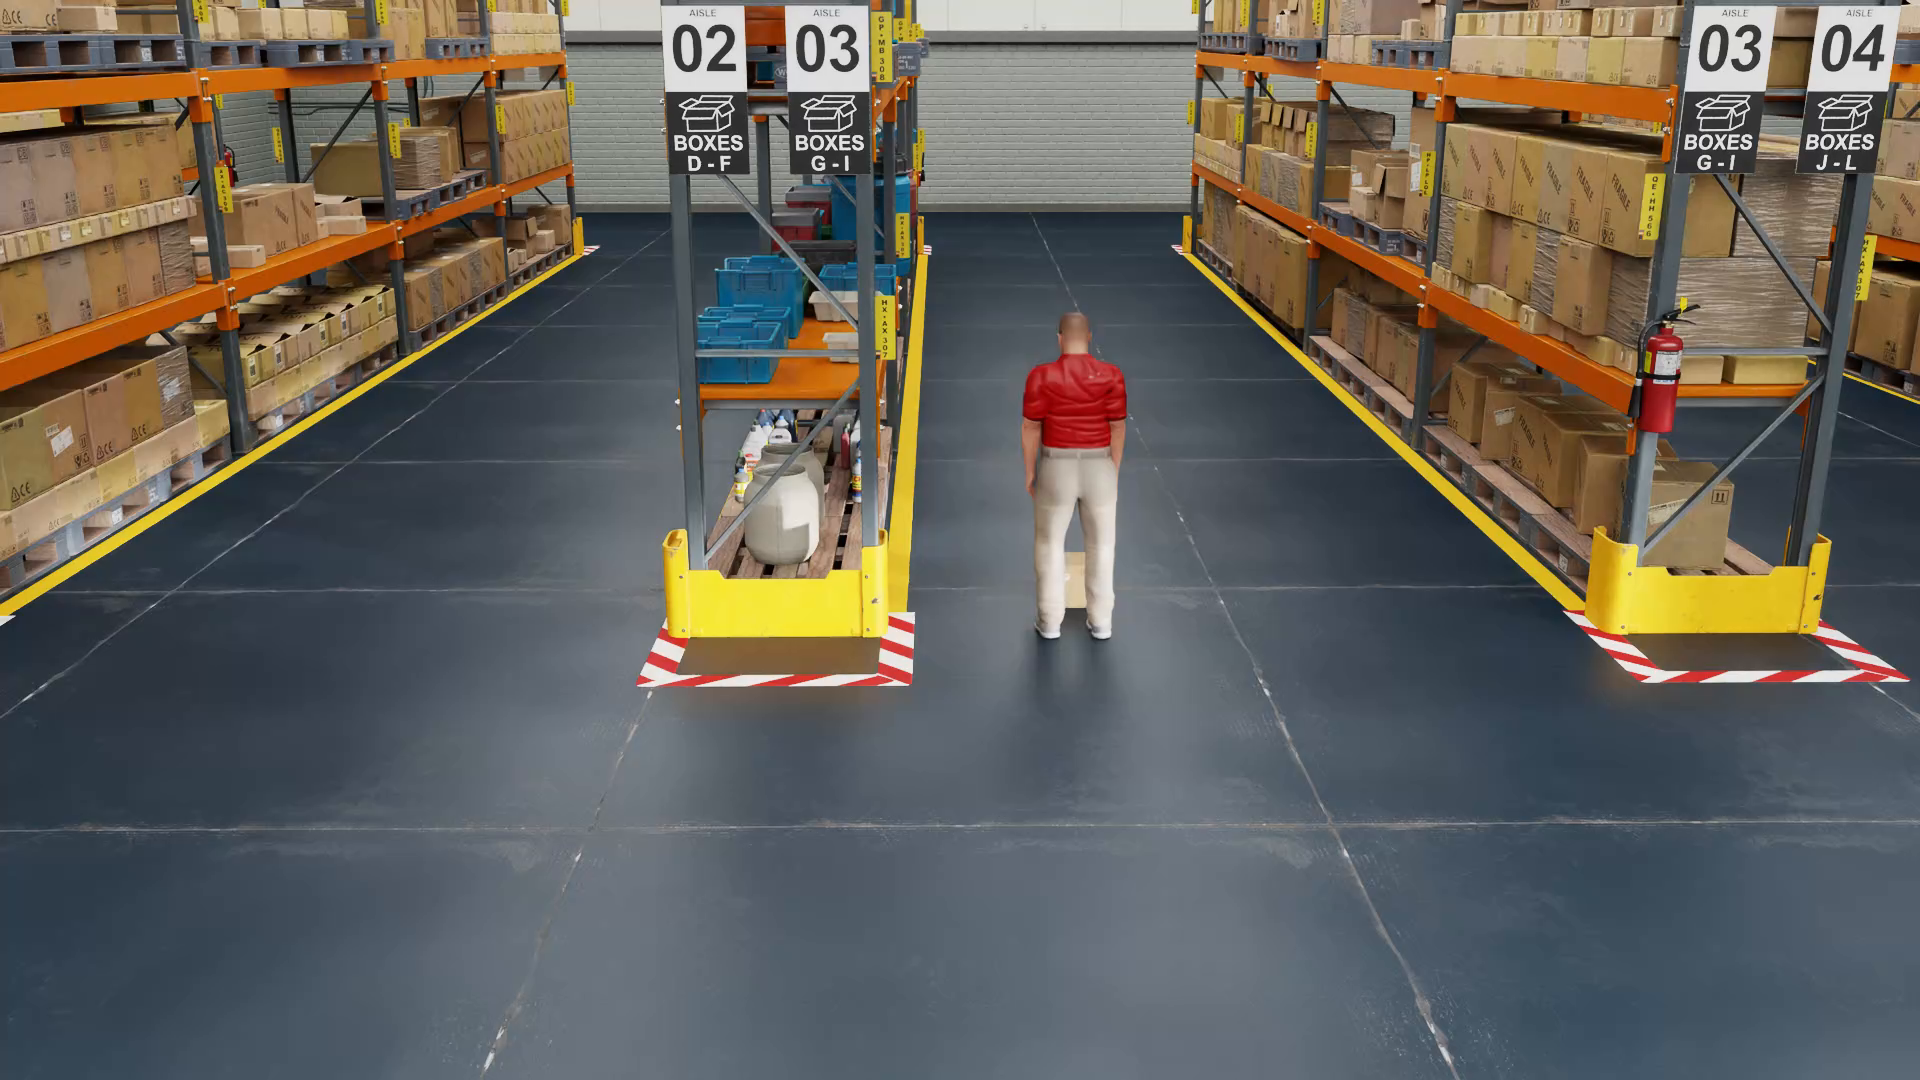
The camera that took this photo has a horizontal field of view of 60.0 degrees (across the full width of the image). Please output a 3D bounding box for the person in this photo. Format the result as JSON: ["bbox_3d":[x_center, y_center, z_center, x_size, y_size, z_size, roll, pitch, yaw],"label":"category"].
[{"bbox_3d":[0.584,-0.322,8.668,0.538,1.712,0.361,0,17,0],"label":"person"}]
